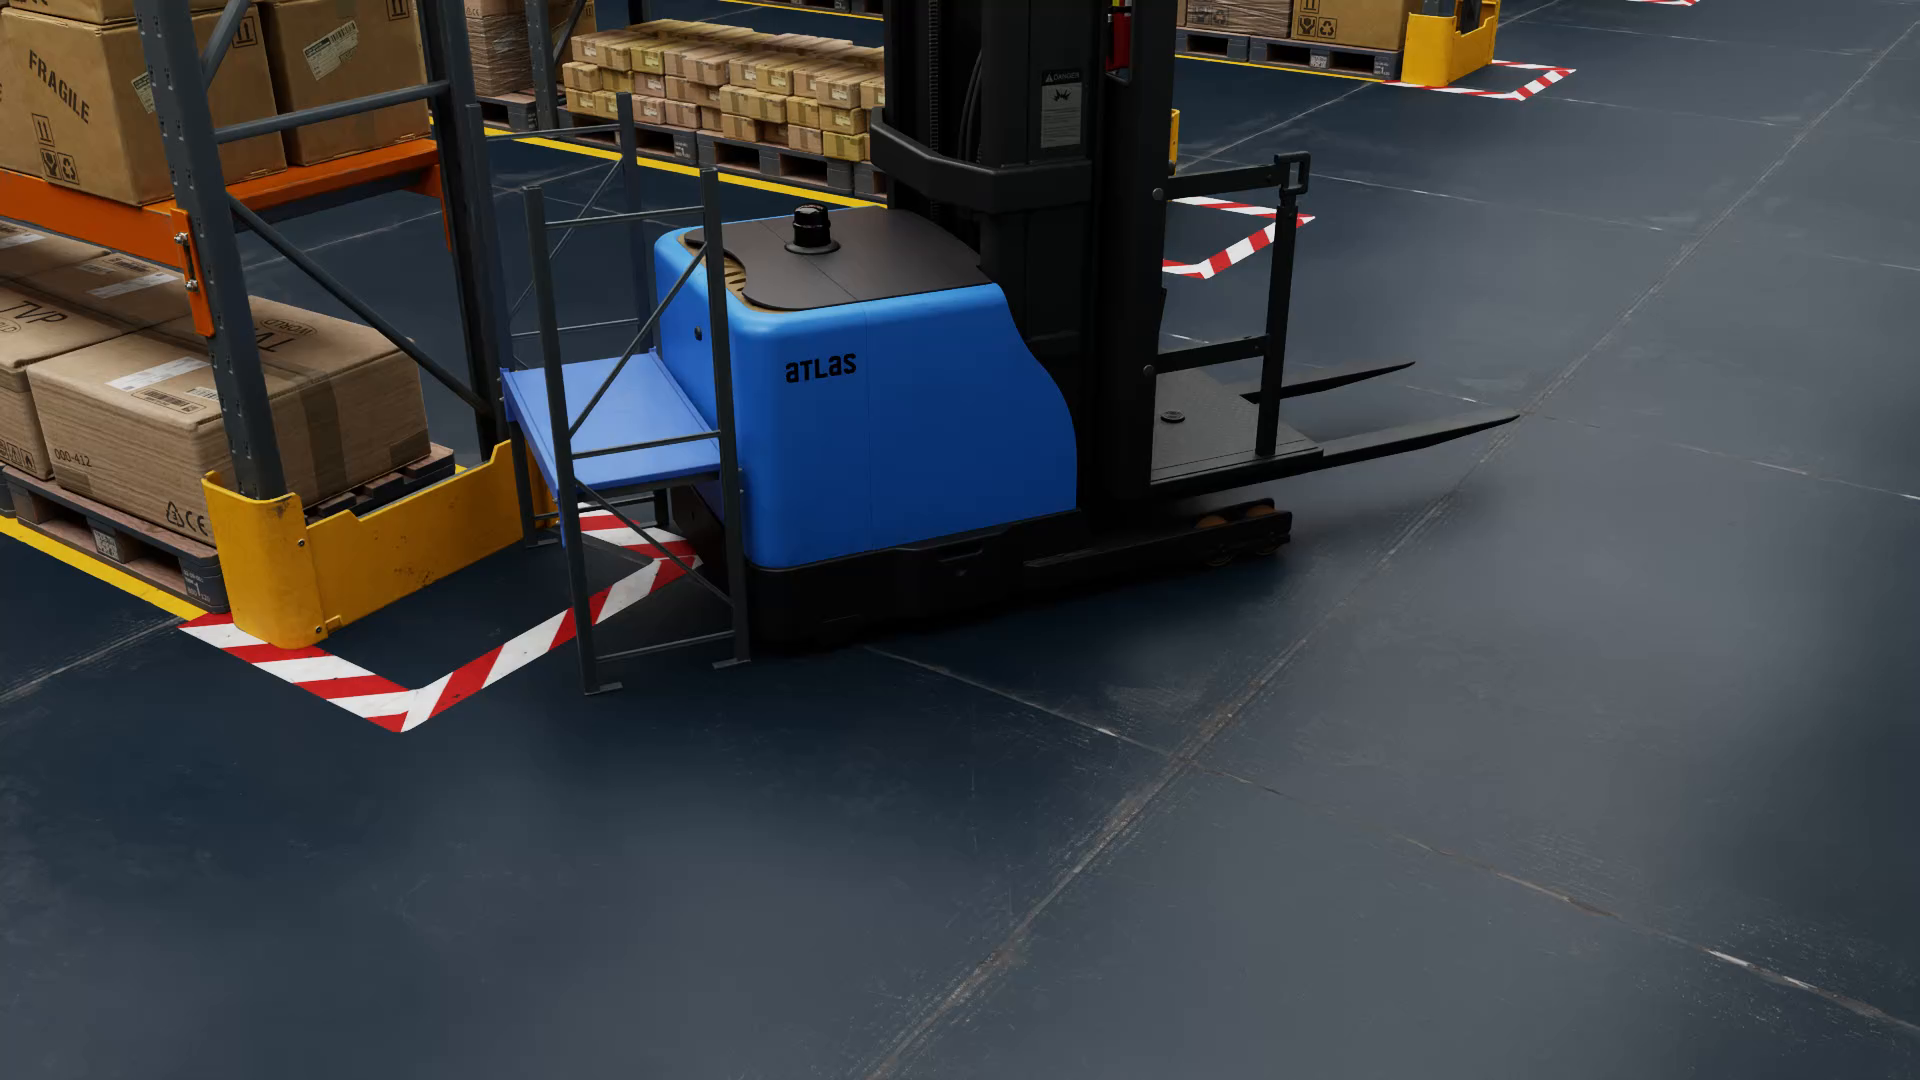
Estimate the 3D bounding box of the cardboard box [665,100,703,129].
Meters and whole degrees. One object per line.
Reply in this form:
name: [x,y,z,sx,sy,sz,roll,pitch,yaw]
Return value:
cardboard box: [-1.630,-2.705,10.437,0.250,0.149,0.380,17,31,29]

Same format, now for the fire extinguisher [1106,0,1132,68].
fire extinguisher: [0.804,-2.696,8.236,0.183,0.674,0.296,17,32,30]

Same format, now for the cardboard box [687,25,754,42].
cardboard box: [-1.556,-3.236,10.827,0.250,0.149,0.380,17,32,30]

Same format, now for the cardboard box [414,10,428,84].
cardboard box: [-3.614,-3.462,11.538,0.500,0.500,0.500,16,31,29]

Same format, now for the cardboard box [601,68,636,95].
cardboard box: [-2.062,-2.966,10.623,0.250,0.149,0.380,18,32,31]

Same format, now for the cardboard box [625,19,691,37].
cardboard box: [-1.998,-3.349,11.047,0.250,0.149,0.380,18,32,32]

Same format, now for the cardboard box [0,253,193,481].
cardboard box: [-3.221,-0.666,6.114,0.875,0.438,0.875,18,32,32]

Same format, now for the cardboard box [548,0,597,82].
cardboard box: [-2.898,-3.523,11.658,0.500,0.500,0.500,19,32,32]

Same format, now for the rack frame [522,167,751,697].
rack frame: [-0.868,-0.260,4.608,0.500,1.500,0.032,-11,29,-20]

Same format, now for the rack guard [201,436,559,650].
rack guard: [-1.841,-0.137,5.468,0.348,0.500,1.175,17,32,30]

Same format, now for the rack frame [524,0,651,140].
rack frame: [-2.439,-4.161,10.619,0.127,3.000,1.000,17,32,30]

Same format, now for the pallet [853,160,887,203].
pallet: [0.146,-2.132,9.707,1.213,0.211,1.003,17,32,30]

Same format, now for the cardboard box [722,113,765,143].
cardboard box: [-1.228,-2.546,10.125,0.250,0.149,0.380,16,31,29]

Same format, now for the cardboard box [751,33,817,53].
cardboard box: [-1.111,-3.106,10.570,0.250,0.149,0.380,16,31,28]

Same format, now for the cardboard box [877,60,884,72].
cardboard box: [-0.286,-2.823,10.014,0.250,0.149,0.380,19,32,32]

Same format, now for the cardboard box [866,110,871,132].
cardboard box: [-0.331,-2.452,9.613,0.250,0.149,0.380,17,31,30]

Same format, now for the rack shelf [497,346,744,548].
rack shelf: [-1.064,-0.313,5.107,0.538,0.185,1.000,-11,29,-20]

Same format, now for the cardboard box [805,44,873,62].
cardboard box: [-0.739,-2.936,10.237,0.250,0.149,0.380,17,32,30]

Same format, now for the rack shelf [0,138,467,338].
rack shelf: [-3.510,-1.450,6.085,4.000,0.370,1.077,17,32,30]

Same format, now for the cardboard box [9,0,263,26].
cardboard box: [-2.393,-1.782,4.732,0.500,0.500,0.500,18,32,32]

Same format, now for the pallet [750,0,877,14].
pallet: [-1.236,-5.229,15.793,1.213,0.211,1.003,17,32,30]

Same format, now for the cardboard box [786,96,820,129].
cardboard box: [-0.803,-2.545,9.797,0.250,0.149,0.380,19,33,33]

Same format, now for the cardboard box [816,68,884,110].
cardboard box: [-0.612,-2.600,9.576,0.250,0.149,0.380,19,32,32]

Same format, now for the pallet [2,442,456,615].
pallet: [-2.565,-0.190,5.891,1.213,0.211,1.003,17,32,30]

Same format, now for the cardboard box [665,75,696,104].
cardboard box: [-1.620,-2.846,10.388,0.250,0.149,0.380,16,31,28]

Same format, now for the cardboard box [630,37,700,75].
cardboard box: [-1.842,-3.037,10.435,0.250,0.149,0.380,17,31,30]

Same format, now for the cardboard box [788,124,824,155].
cardboard box: [-0.803,-2.414,9.866,0.250,0.149,0.380,18,32,31]

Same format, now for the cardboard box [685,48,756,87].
cardboard box: [-1.451,-2.883,10.132,0.250,0.149,0.380,18,32,31]

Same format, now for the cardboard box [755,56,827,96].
cardboard box: [-0.999,-2.766,9.902,0.250,0.149,0.380,17,32,31]

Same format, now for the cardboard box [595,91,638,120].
cardboard box: [-2.101,-2.795,10.616,0.250,0.149,0.380,18,32,32]

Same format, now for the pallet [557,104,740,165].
pallet: [-1.865,-2.759,10.938,1.213,0.211,1.003,17,32,30]

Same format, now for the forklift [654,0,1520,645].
forklift: [0.566,-1.424,5.316,3.031,2.935,1.130,-12,29,-22]

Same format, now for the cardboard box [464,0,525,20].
cardboard box: [-3.196,-3.665,11.110,0.500,0.250,0.500,16,31,29]

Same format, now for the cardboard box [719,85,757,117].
cardboard box: [-1.234,-2.678,10.058,0.250,0.149,0.380,17,32,30]

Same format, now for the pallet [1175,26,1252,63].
pallet: [2.045,-4.209,13.788,1.213,0.211,1.003,17,32,30]

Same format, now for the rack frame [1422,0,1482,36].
rack frame: [3.750,-4.962,12.193,0.127,3.000,1.000,17,32,30]

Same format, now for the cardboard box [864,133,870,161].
cardboard box: [-0.343,-2.294,9.631,0.250,0.149,0.380,18,32,31]

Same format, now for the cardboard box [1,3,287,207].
cardboard box: [-2.409,-1.327,4.939,0.500,0.500,0.500,18,32,31]

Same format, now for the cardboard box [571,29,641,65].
cardboard box: [-2.272,-3.177,10.709,0.250,0.149,0.380,19,32,32]

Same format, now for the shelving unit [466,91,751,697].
shelving unit: [-1.064,-0.473,5.026,0.538,1.500,1.048,-11,29,-20]

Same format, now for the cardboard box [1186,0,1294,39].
cardboard box: [2.427,-4.570,13.303,0.875,0.875,0.875,17,32,30]
